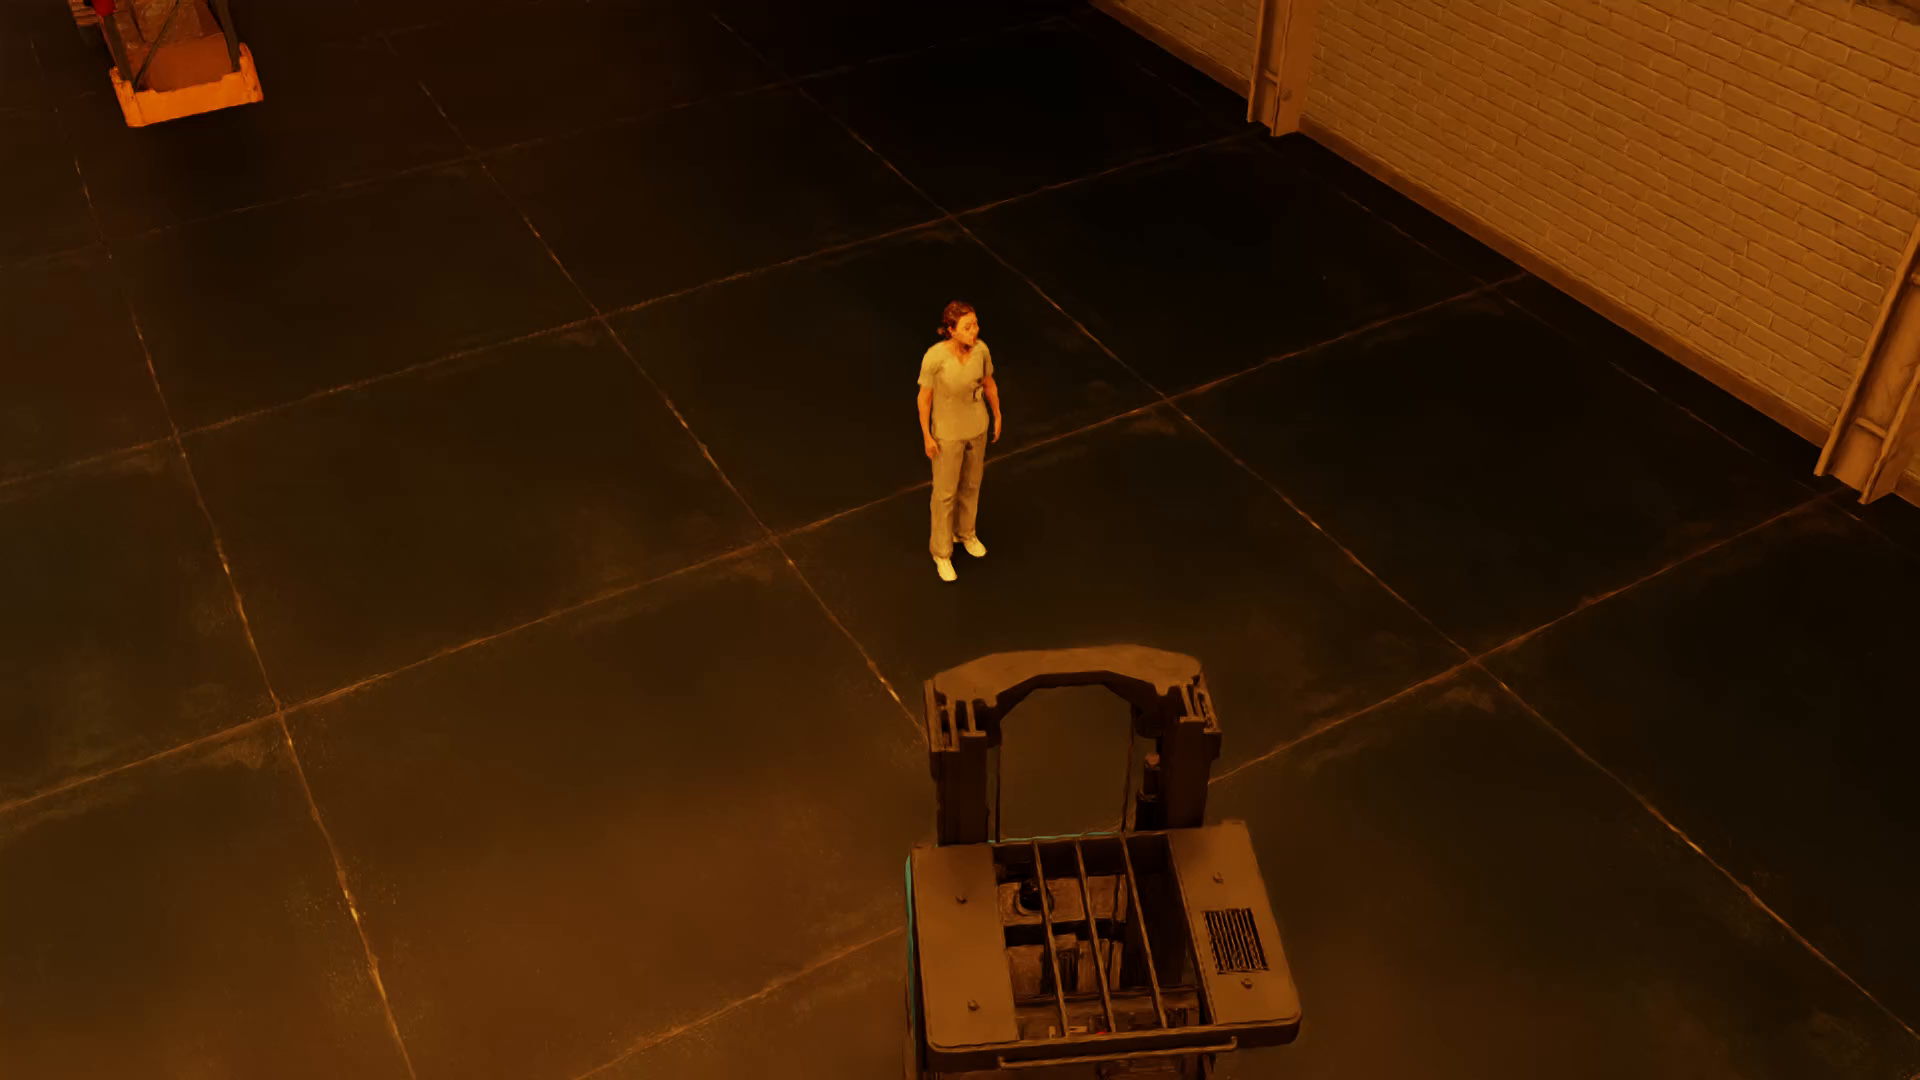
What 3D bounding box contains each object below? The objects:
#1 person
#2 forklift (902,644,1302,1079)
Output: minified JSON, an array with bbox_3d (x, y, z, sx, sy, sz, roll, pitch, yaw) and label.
[{"bbox_3d":[0.026,-0.605,9.738,0.550,1.674,0.548,-20,44,-23],"label":"person"},{"bbox_3d":[0.408,1.911,5.732,1.130,2.935,3.031,-4,40,-4],"label":"forklift"}]
